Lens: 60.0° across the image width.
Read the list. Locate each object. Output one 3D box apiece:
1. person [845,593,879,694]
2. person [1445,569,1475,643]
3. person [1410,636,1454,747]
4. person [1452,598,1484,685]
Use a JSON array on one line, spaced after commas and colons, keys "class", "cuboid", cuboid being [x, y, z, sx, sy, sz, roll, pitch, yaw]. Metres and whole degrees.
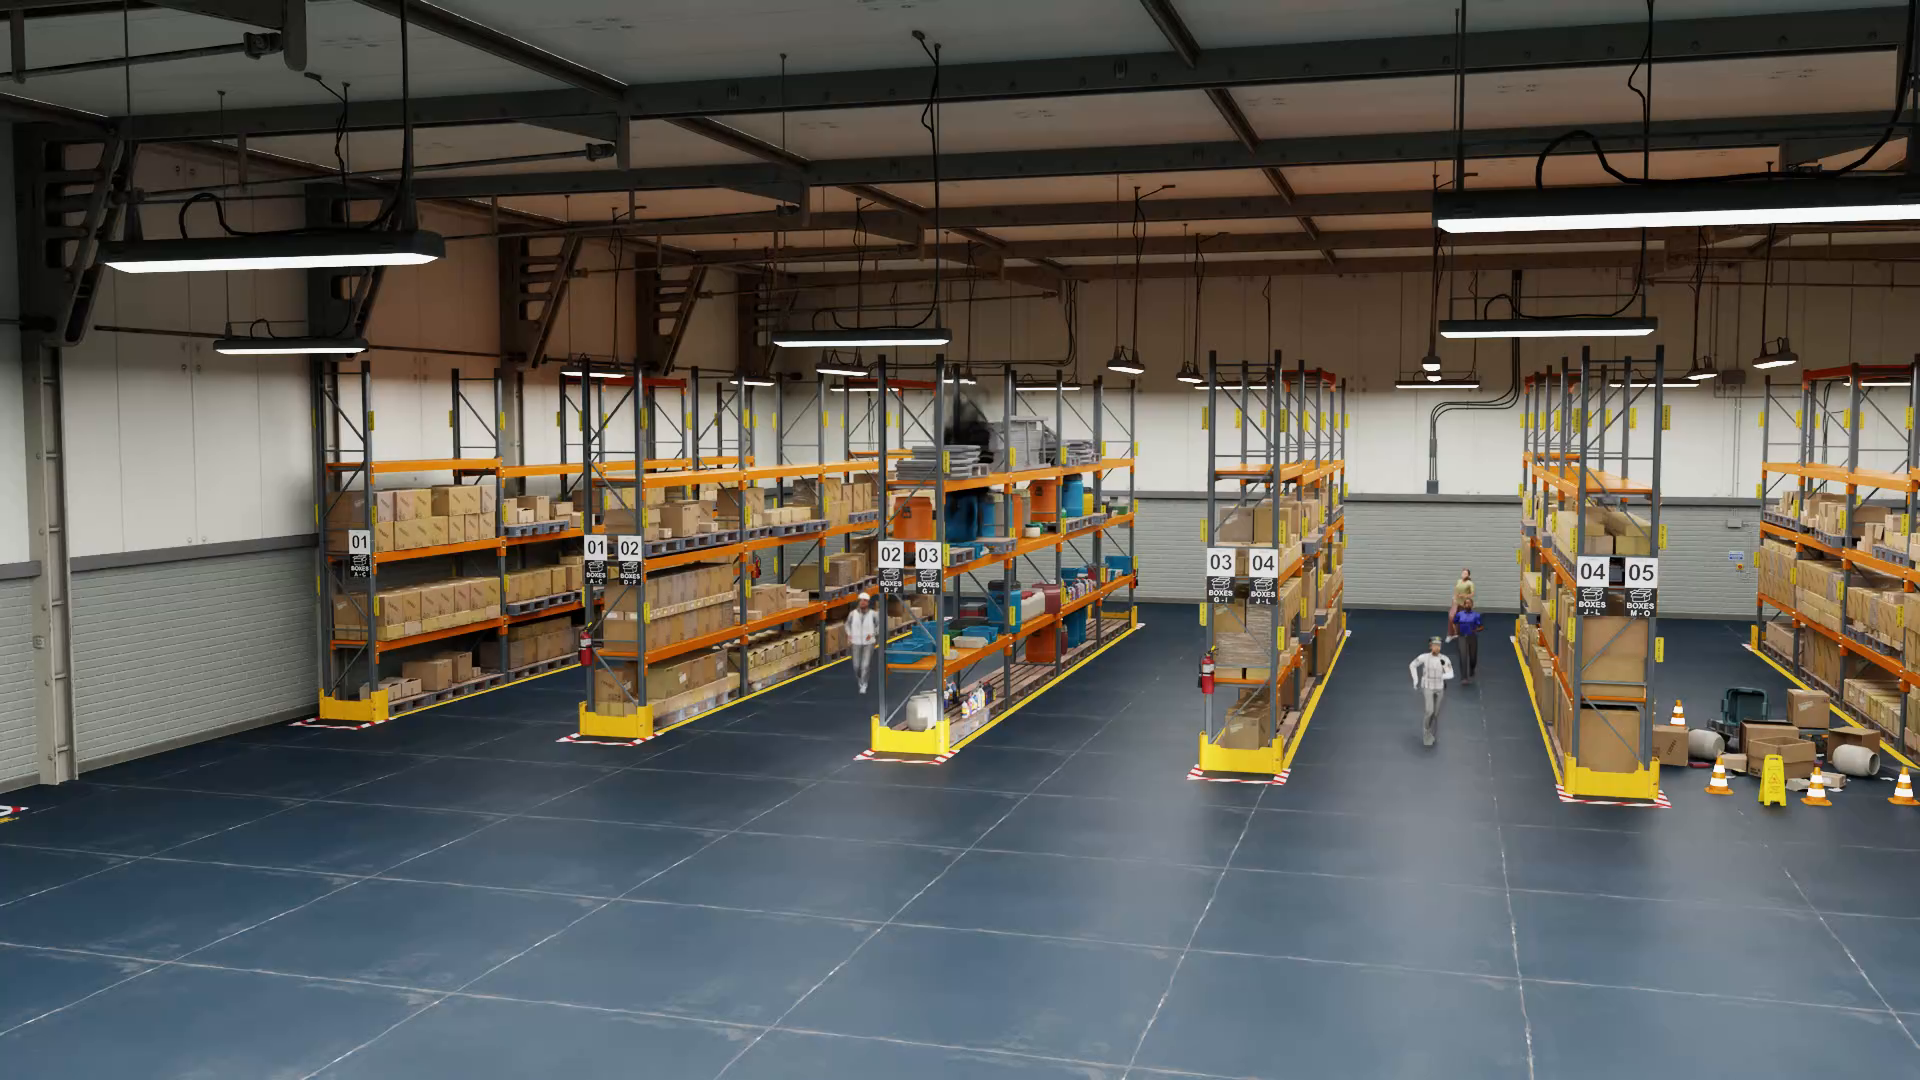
[{"class": "person", "cuboid": [-1.682, 1.784, 28.855, 0.671, 1.738, 0.534, 0, 4, 3]}, {"class": "person", "cuboid": [11.354, 1.476, 37.638, 0.581, 1.665, 0.851, 3, 5, 38]}, {"class": "person", "cuboid": [7.301, 2.330, 25.647, 0.594, 1.711, 0.645, 0, 4, 0]}, {"class": "person", "cuboid": [9.695, 1.918, 31.788, 0.588, 1.620, 0.815, 1, 4, 18]}]
